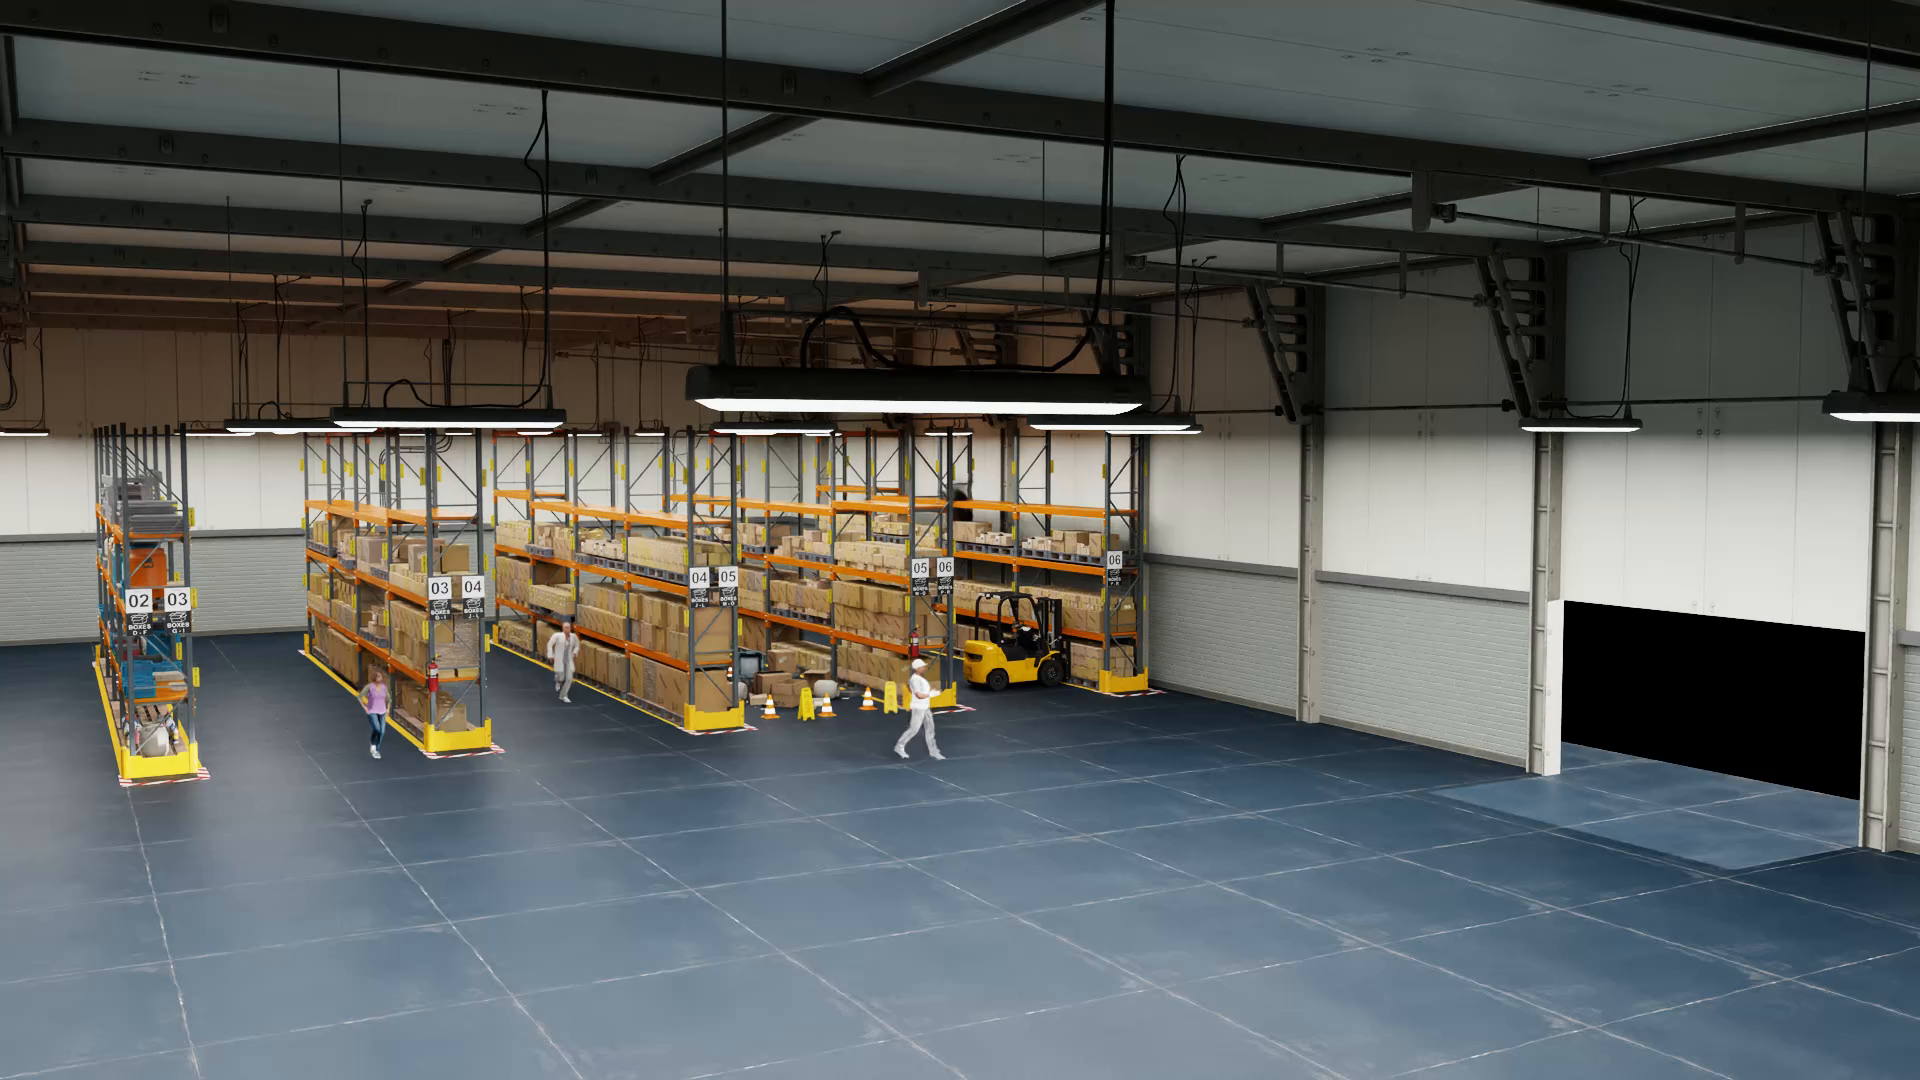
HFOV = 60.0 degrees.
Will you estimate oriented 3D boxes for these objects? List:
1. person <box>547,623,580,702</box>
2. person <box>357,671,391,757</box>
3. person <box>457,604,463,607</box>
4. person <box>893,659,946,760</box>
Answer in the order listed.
[{"bbox_3d":[-8.695,2.665,36.489,0.712,1.738,0.738,-2,4,-30],"label":"person"},{"bbox_3d":[-10.468,3.138,29.863,0.560,1.558,0.515,-3,5,-41],"label":"person"},{"bbox_3d":[-14.049,2.140,46.004,0.712,1.601,0.538,-1,4,-17],"label":"person"},{"bbox_3d":[-0.717,3.014,29.544,0.928,1.810,0.677,1,4,10],"label":"person"}]
